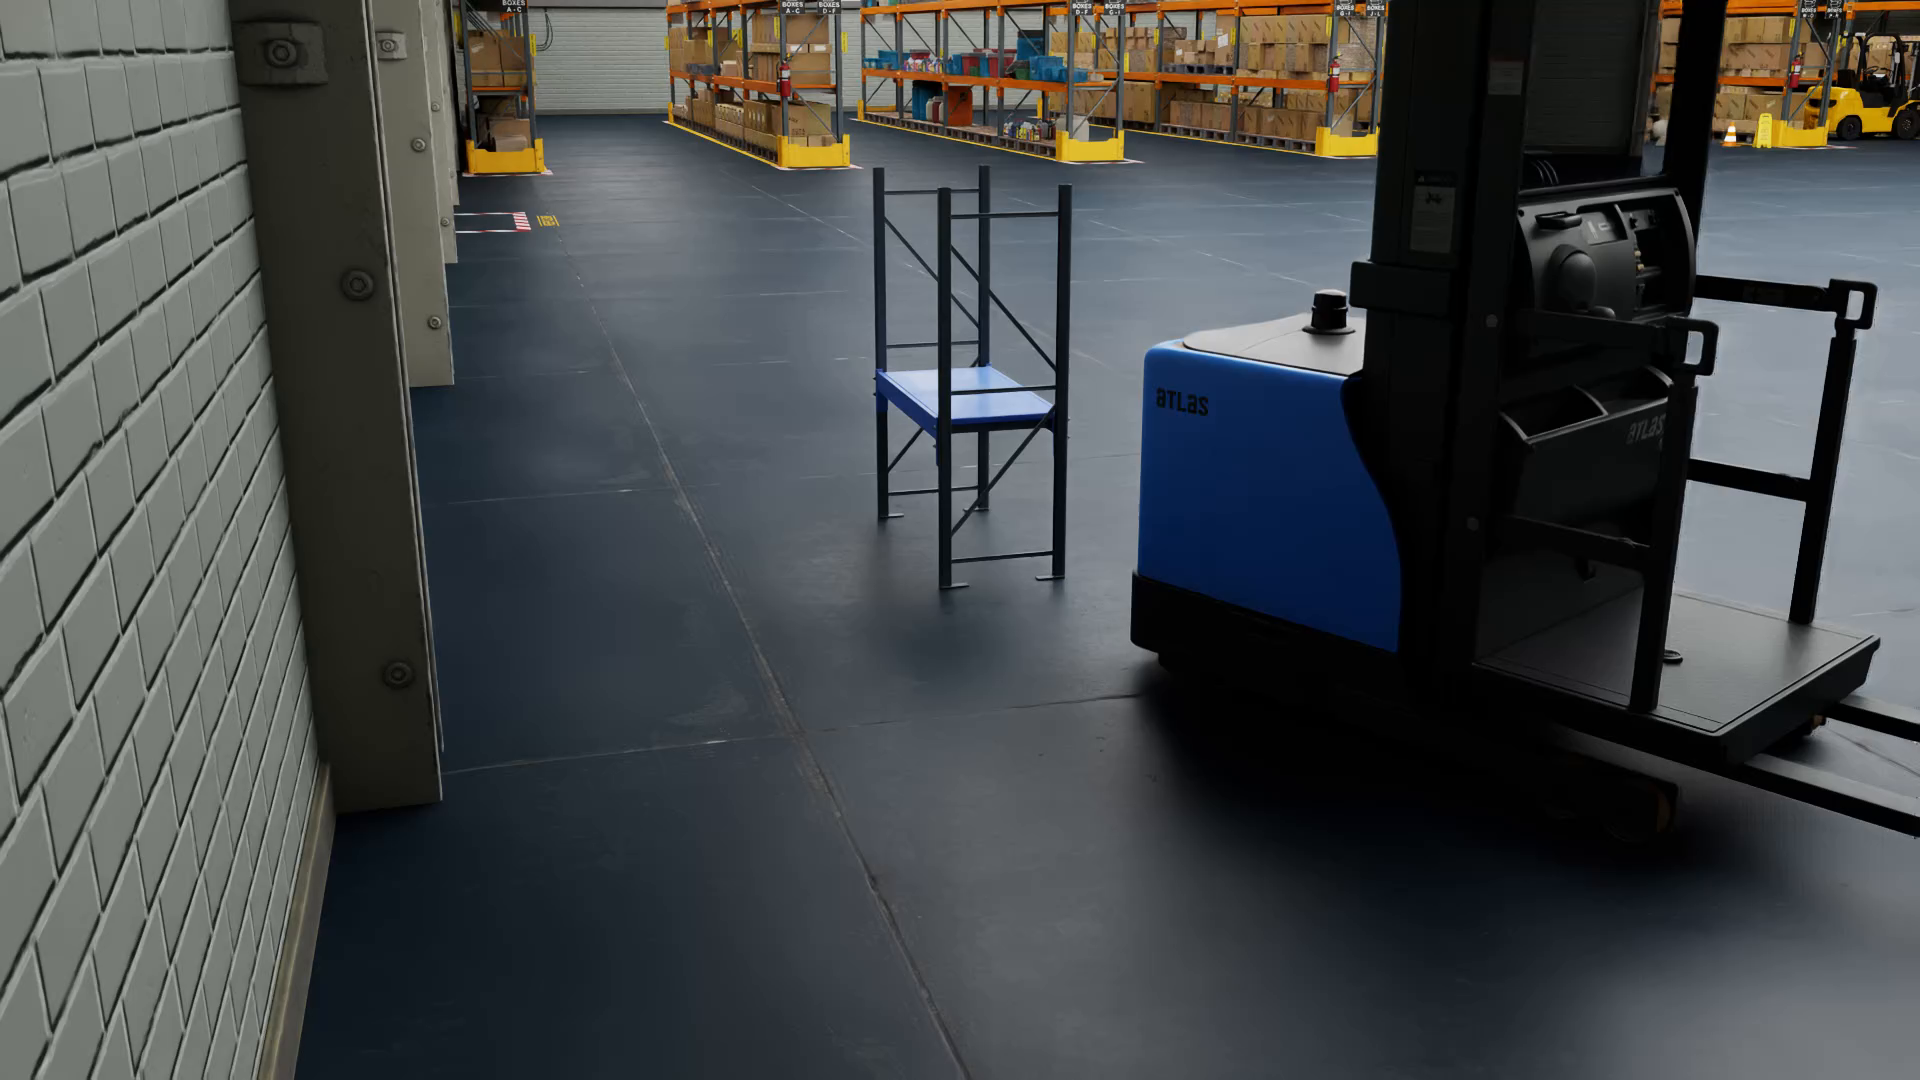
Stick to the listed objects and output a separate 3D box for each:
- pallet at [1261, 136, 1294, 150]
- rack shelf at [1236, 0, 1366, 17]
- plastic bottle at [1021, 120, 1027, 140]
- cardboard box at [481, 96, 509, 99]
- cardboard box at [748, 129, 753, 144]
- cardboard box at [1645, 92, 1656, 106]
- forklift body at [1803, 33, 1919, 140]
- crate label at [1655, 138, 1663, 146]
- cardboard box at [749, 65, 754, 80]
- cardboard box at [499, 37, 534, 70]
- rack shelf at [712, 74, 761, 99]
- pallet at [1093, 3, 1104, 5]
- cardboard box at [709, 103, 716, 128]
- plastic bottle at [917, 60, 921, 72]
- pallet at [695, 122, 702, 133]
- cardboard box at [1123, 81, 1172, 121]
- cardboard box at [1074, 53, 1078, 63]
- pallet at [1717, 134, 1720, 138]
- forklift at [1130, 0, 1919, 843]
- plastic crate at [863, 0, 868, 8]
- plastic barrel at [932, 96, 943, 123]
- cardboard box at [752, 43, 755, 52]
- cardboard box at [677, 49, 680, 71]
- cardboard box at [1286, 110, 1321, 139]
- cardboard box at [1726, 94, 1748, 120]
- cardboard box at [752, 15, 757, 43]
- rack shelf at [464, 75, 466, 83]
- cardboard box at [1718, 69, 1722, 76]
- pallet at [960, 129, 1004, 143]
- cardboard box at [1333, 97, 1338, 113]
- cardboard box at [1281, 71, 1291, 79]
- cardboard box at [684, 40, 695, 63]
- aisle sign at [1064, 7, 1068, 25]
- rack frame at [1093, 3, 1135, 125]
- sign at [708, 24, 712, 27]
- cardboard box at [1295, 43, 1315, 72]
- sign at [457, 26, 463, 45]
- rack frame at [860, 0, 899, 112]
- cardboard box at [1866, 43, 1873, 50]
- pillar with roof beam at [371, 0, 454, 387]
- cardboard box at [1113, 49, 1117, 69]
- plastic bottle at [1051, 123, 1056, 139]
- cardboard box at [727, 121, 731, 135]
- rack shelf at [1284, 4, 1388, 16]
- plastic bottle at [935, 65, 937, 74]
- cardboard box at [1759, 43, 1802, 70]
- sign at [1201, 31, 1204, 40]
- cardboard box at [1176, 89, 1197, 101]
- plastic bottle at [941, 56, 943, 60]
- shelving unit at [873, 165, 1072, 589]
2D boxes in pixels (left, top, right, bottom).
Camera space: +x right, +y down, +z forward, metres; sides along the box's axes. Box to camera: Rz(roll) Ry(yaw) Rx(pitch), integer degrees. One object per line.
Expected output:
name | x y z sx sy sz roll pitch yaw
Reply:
pallet | 6.549 -7.700 32.219 1.003 0.211 1.213 -5 17 -15
rack shelf | 6.542 -10.095 31.383 1.077 0.370 4.000 -5 17 -15
plastic bottle | 1.221 -7.681 31.149 0.144 0.351 0.185 -5 17 -16
cardboard box | -8.905 -8.361 31.850 0.500 0.250 0.500 -5 17 -16
cardboard box | -3.566 -7.368 30.315 0.500 0.250 0.500 -5 17 -15
cardboard box | 18.299 -11.514 43.684 0.500 0.500 0.500 -5 17 -17
forklift body | 19.116 -9.601 35.176 2.313 2.155 1.214 -5 17 -15
crate label | 14.012 -7.910 33.048 0.298 0.136 0.250 16 23 42
cardboard box | -3.711 -8.835 31.412 0.500 0.250 0.500 -4 17 -12
cardboard box | -7.039 -7.728 26.388 0.500 0.500 0.500 -5 17 -15
rack shelf | -4.084 -8.983 32.894 1.077 0.370 4.000 -5 17 -15
pallet | 3.579 -13.391 41.257 1.003 0.211 1.213 -5 17 -15
cardboard box | -5.116 -9.135 35.728 0.500 0.500 0.500 -4 17 -13
plastic bottle | -0.890 -10.840 38.041 0.152 0.276 0.135 -5 17 -15
pallet | -5.473 -9.430 37.978 1.003 0.211 1.213 -5 17 -15
cardboard box | 4.485 -10.286 38.945 1.225 0.875 0.875 -5 17 -15
cardboard box | 3.135 -12.226 42.182 0.500 0.250 0.500 -4 17 -14
pallet | 15.739 -8.822 35.953 1.003 0.211 1.213 -5 17 -15
forklift | 1.938 -0.781 4.457 1.130 2.935 3.031 -15 22 -40
plastic crate | -2.230 -13.730 42.459 0.497 0.269 0.590 -5 17 -15
plastic barrel | -0.331 -9.764 37.705 0.600 0.588 0.708 -5 17 -15
cardboard box | -3.577 -8.974 30.312 0.380 0.149 0.250 -4 17 -14
cardboard box | -6.546 -11.578 40.109 0.500 0.500 0.500 -4 17 -15
cardboard box | 6.585 -7.965 31.871 0.500 0.500 0.500 -3 17 -10
cardboard box | 16.002 -8.822 33.854 0.500 0.500 0.500 -4 17 -13
cardboard box | -3.406 -9.321 30.341 0.700 0.500 0.500 -5 17 -15
rack shelf | -9.945 -9.697 35.270 1.077 0.370 4.000 -5 17 -15
cardboard box | 15.737 -9.685 34.418 0.380 0.149 0.250 -5 17 -15
pallet | 0.638 -8.382 34.489 1.003 0.211 1.213 -5 17 -15
cardboard box | 9.118 -10.336 39.764 0.500 0.500 0.500 -4 17 -13
cardboard box | 6.301 -8.799 31.467 0.380 0.149 0.250 -5 17 -15
cardboard box | -5.817 -11.088 37.746 0.700 0.500 0.500 -12 20 -34
aisle sign | 2.963 -14.165 44.374 0.394 0.787 0.004 -5 17 -15
rack frame | 3.793 -11.769 40.919 1.000 3.000 0.127 -5 17 -15
sign | -6.293 -12.838 41.915 0.100 0.325 0.005 -5 17 -15
cardboard box | 6.714 -8.924 30.755 0.875 0.500 0.500 -5 17 -15
sign | -8.829 -8.891 29.326 0.100 0.325 0.005 -5 17 -15
rack frame | -2.068 -12.484 43.299 1.000 3.000 0.127 -5 17 -15
cardboard box | 20.199 -10.912 36.762 0.380 0.149 0.250 -4 17 -14
pillar with roof beam | 0.865 -5.635 10.070 9.100 9.000 0.400 -5 17 -15
cardboard box | 3.956 -11.393 39.492 0.500 0.500 0.500 -5 17 -17
plastic bottle | 1.764 -7.723 31.406 0.061 0.283 0.133 -5 17 -15
cardboard box | -4.343 -8.173 32.996 0.500 0.250 0.500 -4 17 -14
rack shelf | 9.140 -12.672 39.962 1.077 0.370 4.000 -5 17 -15
plastic bottle | -0.495 -10.379 36.634 0.097 0.201 0.097 0 17 0
cardboard box | 16.206 -9.552 32.848 0.500 0.500 0.500 -5 17 -16
sign | 5.412 -11.225 37.232 0.100 0.325 0.005 -5 17 -15
cardboard box | 5.106 -9.853 36.815 0.500 0.250 0.500 -4 17 -13
plastic bottle | -0.402 -11.126 38.863 0.144 0.351 0.185 -5 17 -15
shelving unit | 0.023 -0.695 6.658 0.538 1.500 1.048 -5 17 -15
